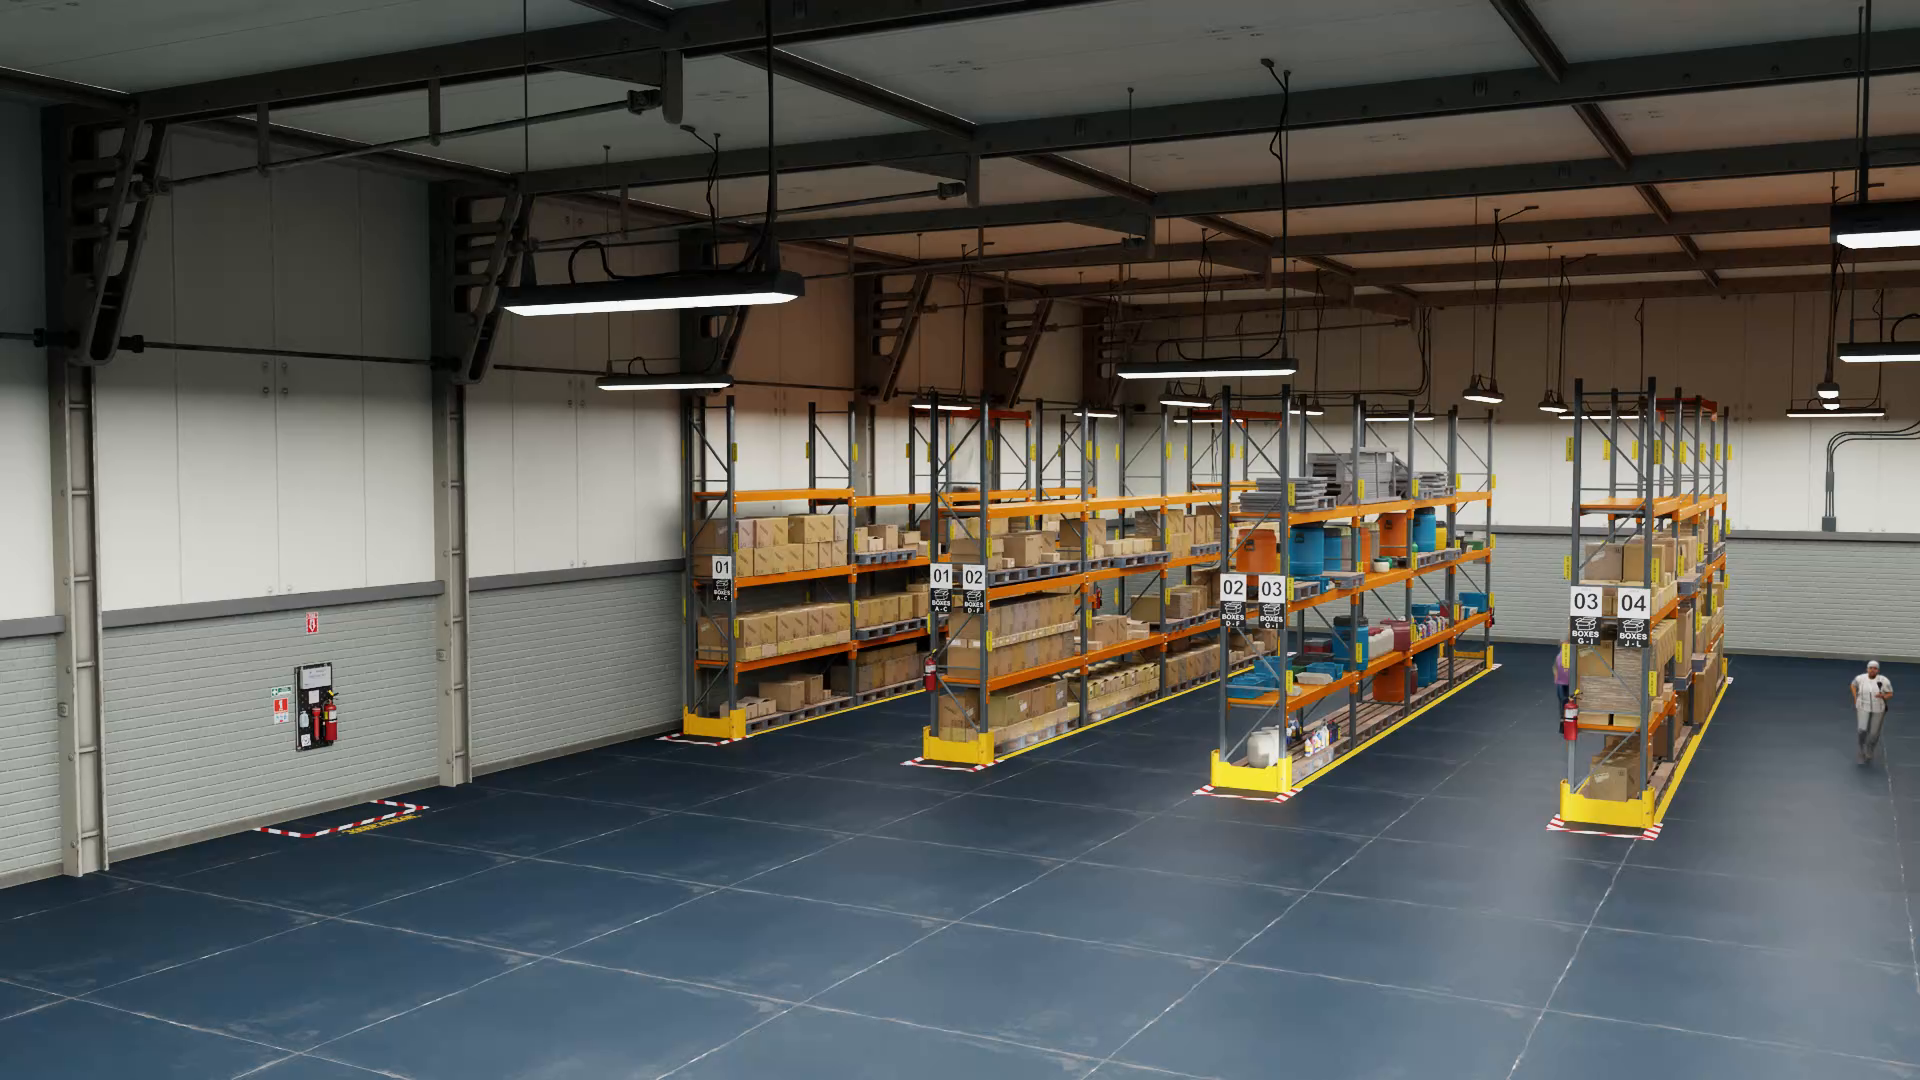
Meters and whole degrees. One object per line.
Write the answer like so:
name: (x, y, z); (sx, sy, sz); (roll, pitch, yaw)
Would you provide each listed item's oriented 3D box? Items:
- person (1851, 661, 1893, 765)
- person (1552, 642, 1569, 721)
person: (14.686, 2.780, 26.785); (0.585, 1.696, 0.764); (1, 3, 25)
person: (11.016, 2.634, 30.188); (0.536, 1.591, 0.710); (2, 3, 31)
